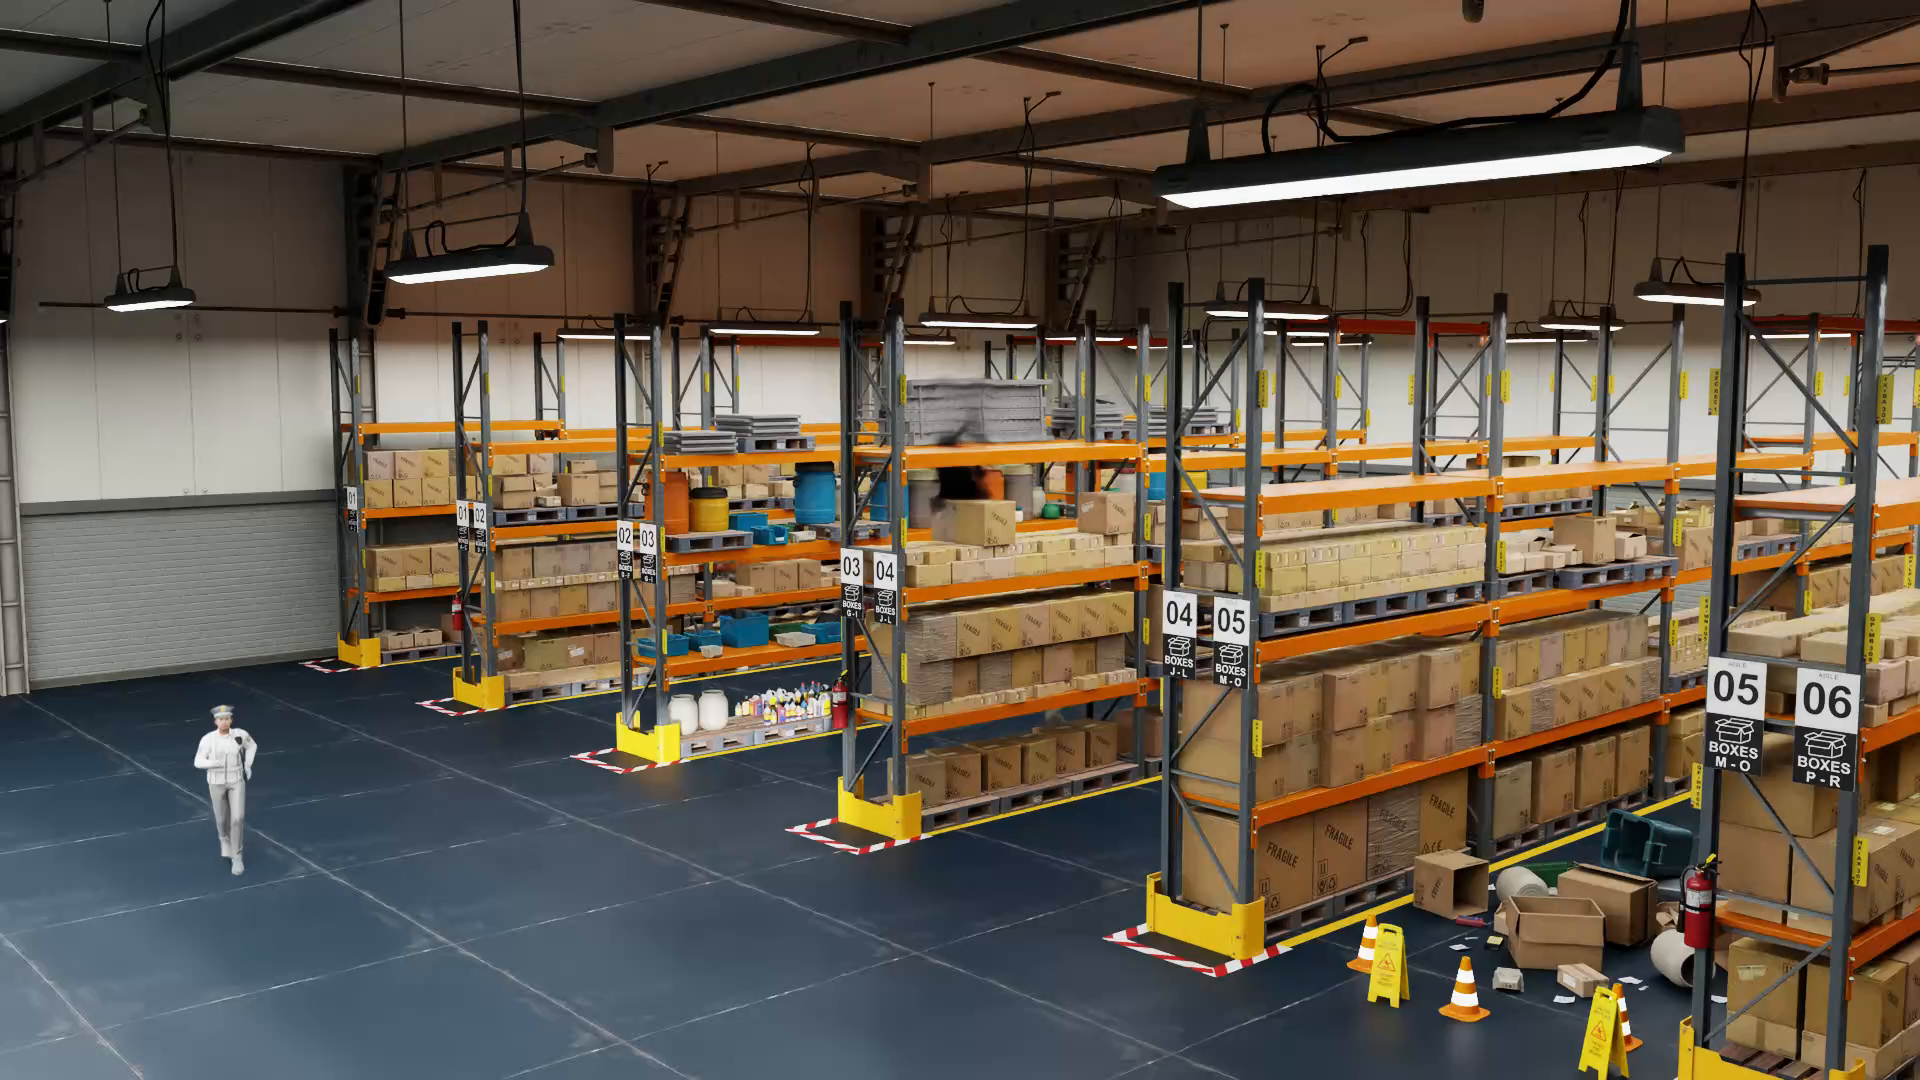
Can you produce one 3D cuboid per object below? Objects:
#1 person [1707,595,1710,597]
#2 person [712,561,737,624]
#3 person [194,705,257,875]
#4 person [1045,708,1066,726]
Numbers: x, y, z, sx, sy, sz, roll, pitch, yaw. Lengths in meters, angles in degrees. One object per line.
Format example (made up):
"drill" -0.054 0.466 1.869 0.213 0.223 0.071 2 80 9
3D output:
"person" 11.767 1.727 26.158 0.861 1.753 0.729 -5 7 -39
"person" -4.483 1.210 31.540 0.665 1.713 0.821 5 7 39
"person" -7.713 2.581 17.499 0.602 1.733 0.812 -2 6 -23
"person" 1.284 2.078 22.805 0.584 1.715 0.839 5 8 44
